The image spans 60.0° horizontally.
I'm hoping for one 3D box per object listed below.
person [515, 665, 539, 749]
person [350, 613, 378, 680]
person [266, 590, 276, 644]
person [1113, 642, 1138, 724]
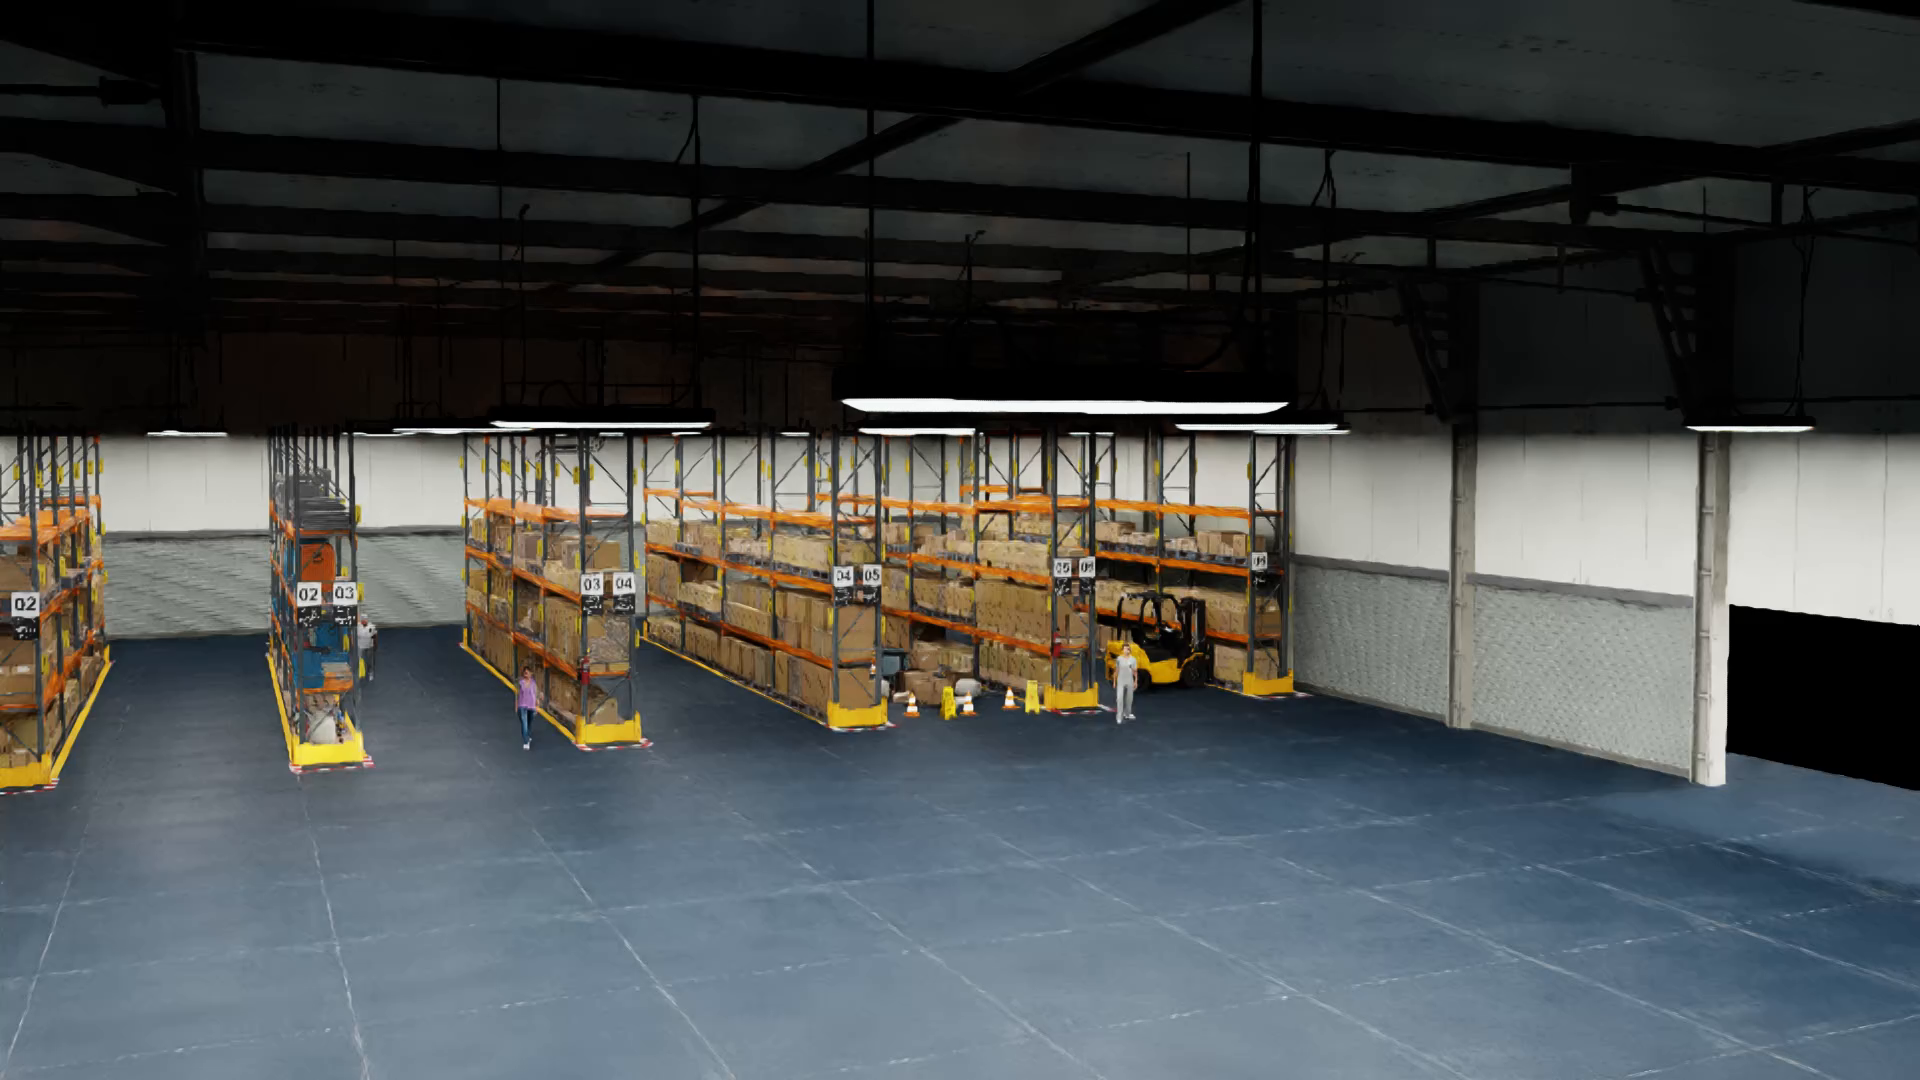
[{"bbox_3d":[-8.013,3.075,30.831,0.416,1.512,1.034,-2,4,-25],"label":"person"},{"bbox_3d":[-14.069,2.527,39.280,0.625,1.611,0.582,-2,4,-26],"label":"person"},{"bbox_3d":[-19.047,2.116,46.385,0.462,1.531,0.866,0,3,-2],"label":"person"},{"bbox_3d":[3.339,2.865,33.488,0.482,1.621,0.947,0,3,0],"label":"person"}]
